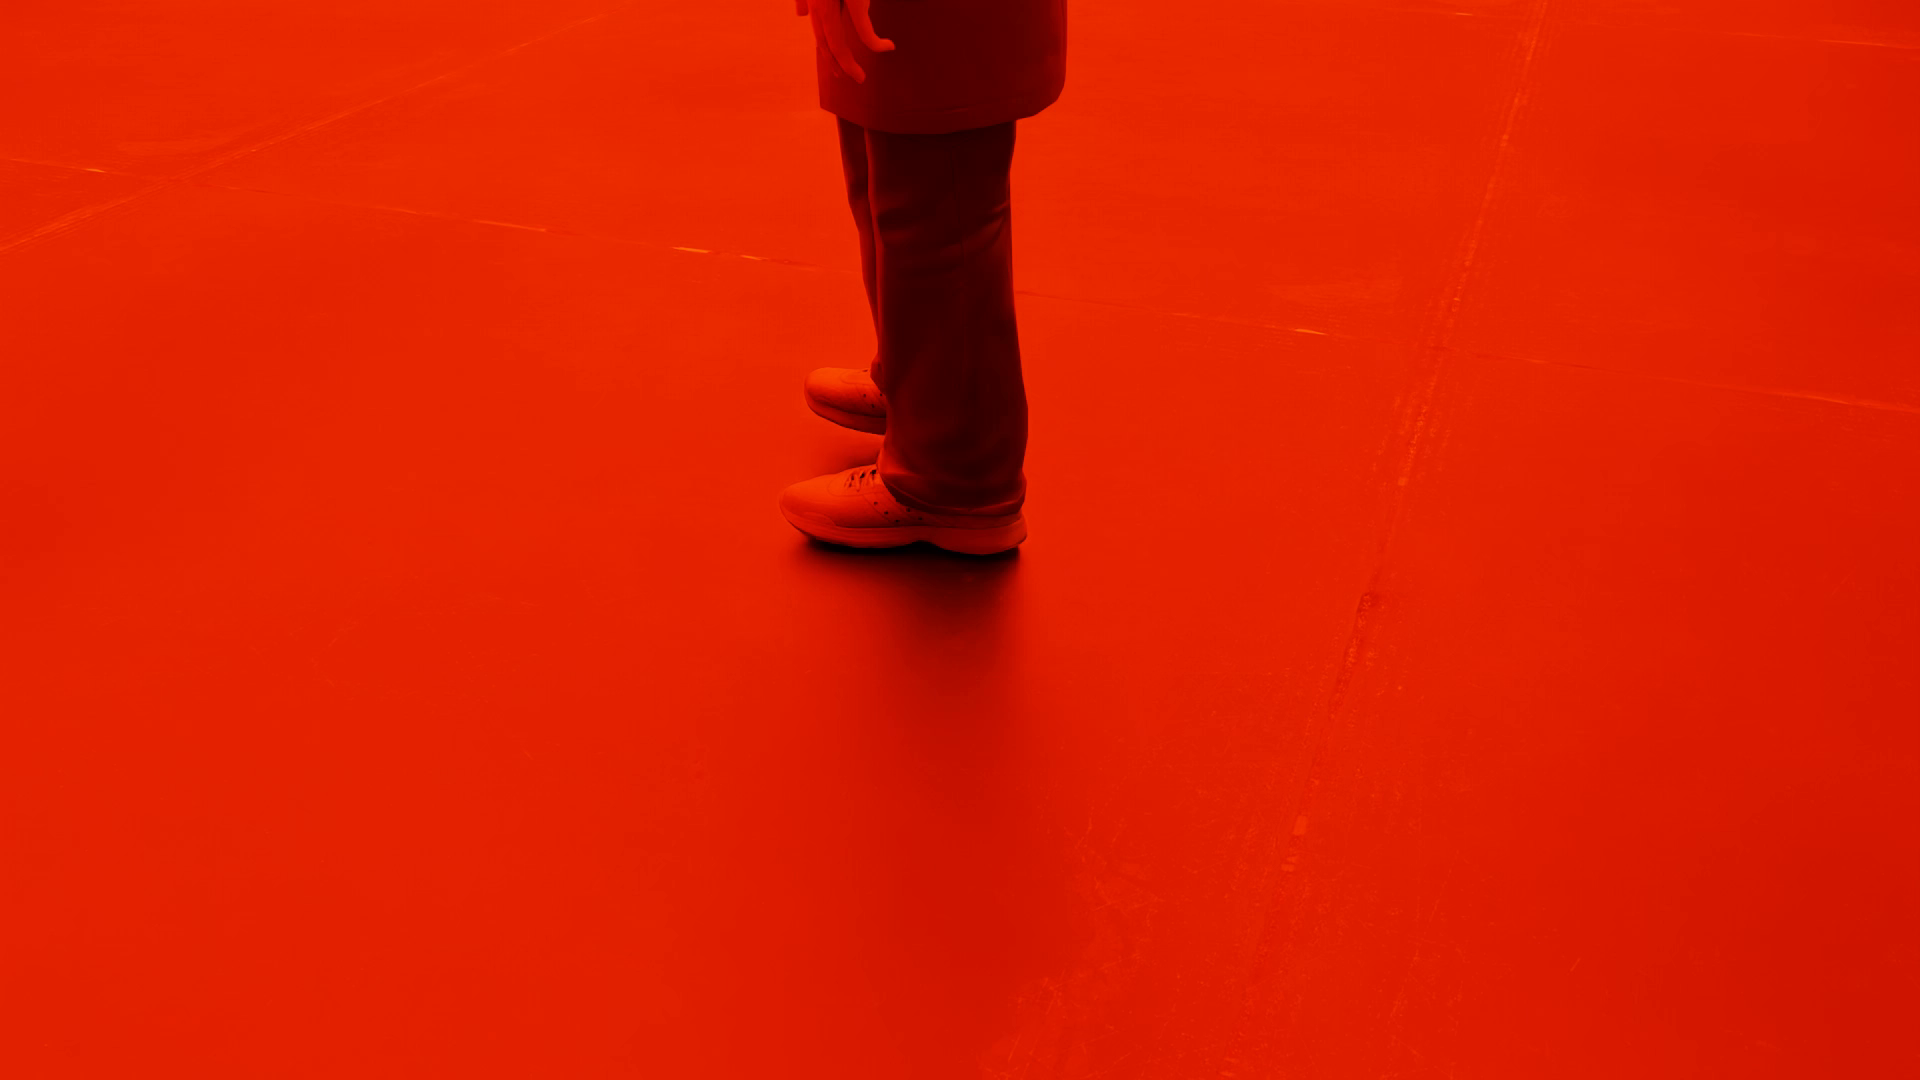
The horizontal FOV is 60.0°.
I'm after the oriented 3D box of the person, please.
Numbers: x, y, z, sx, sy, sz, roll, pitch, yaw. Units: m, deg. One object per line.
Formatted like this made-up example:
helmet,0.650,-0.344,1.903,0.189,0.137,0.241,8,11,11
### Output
person,-0.085,-0.798,2.089,0.580,1.777,0.698,10,31,18
